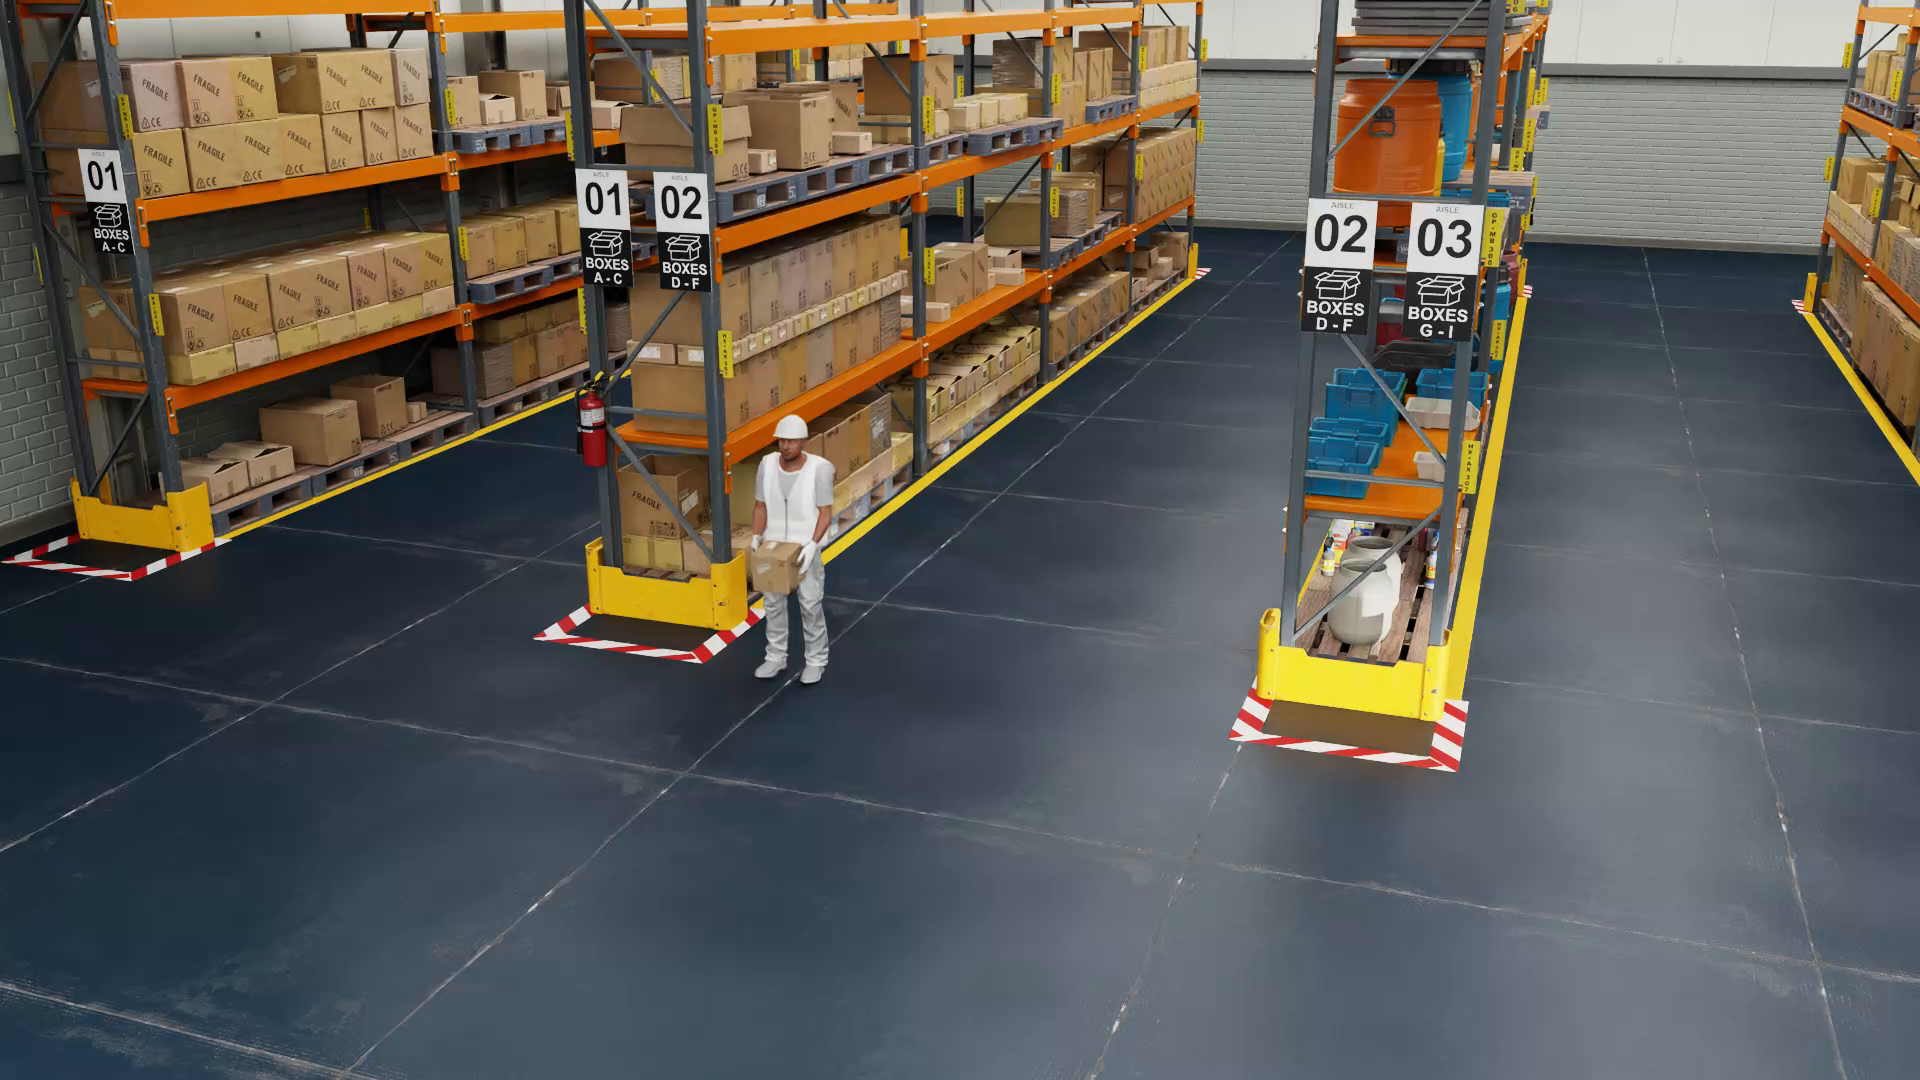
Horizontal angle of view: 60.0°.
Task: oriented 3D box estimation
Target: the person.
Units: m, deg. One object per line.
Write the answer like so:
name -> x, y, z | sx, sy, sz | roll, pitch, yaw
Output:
person -> -1.096, 0.061, 10.841 | 0.552, 1.788, 0.480 | 6, 19, 17
